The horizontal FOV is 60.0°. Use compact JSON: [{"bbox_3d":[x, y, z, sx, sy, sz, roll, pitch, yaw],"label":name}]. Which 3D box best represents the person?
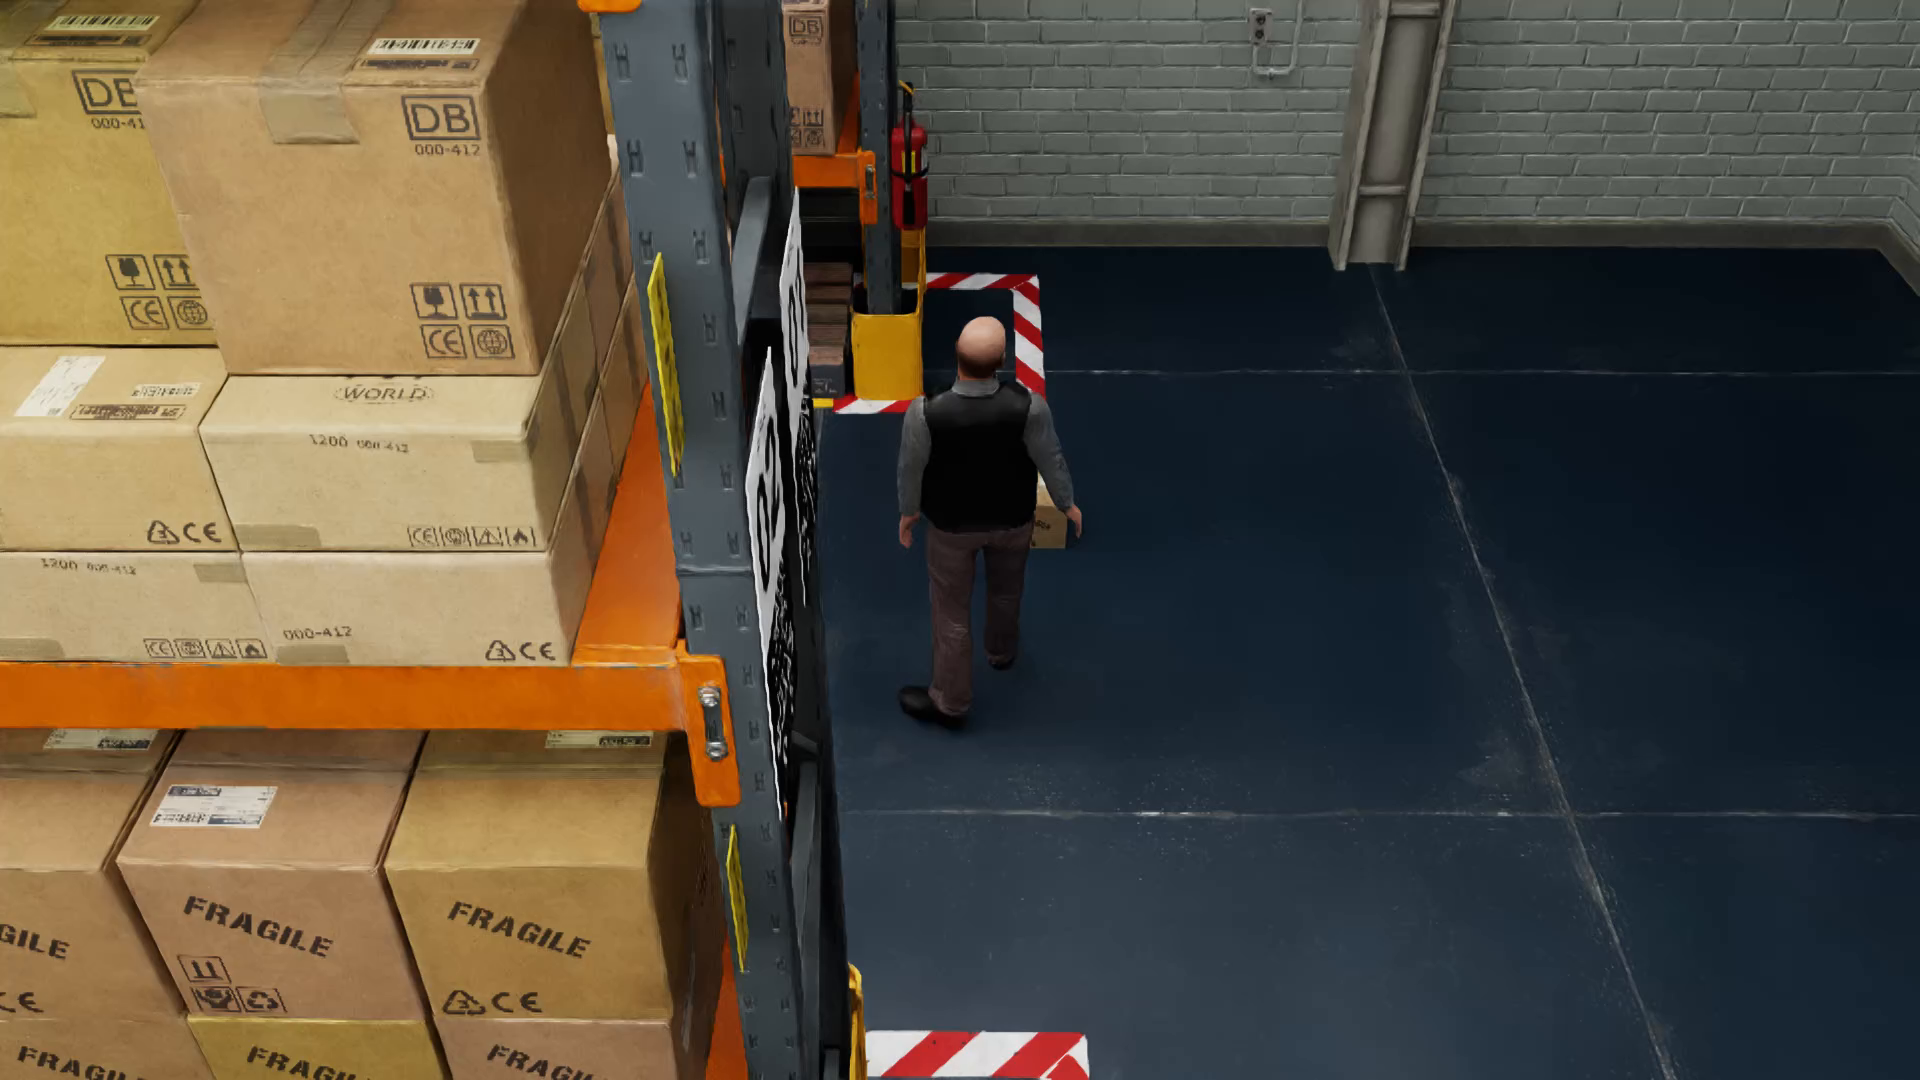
[{"bbox_3d":[0.099,-0.105,6.299,0.738,1.722,0.627,-4,40,-5],"label":"person"}]
